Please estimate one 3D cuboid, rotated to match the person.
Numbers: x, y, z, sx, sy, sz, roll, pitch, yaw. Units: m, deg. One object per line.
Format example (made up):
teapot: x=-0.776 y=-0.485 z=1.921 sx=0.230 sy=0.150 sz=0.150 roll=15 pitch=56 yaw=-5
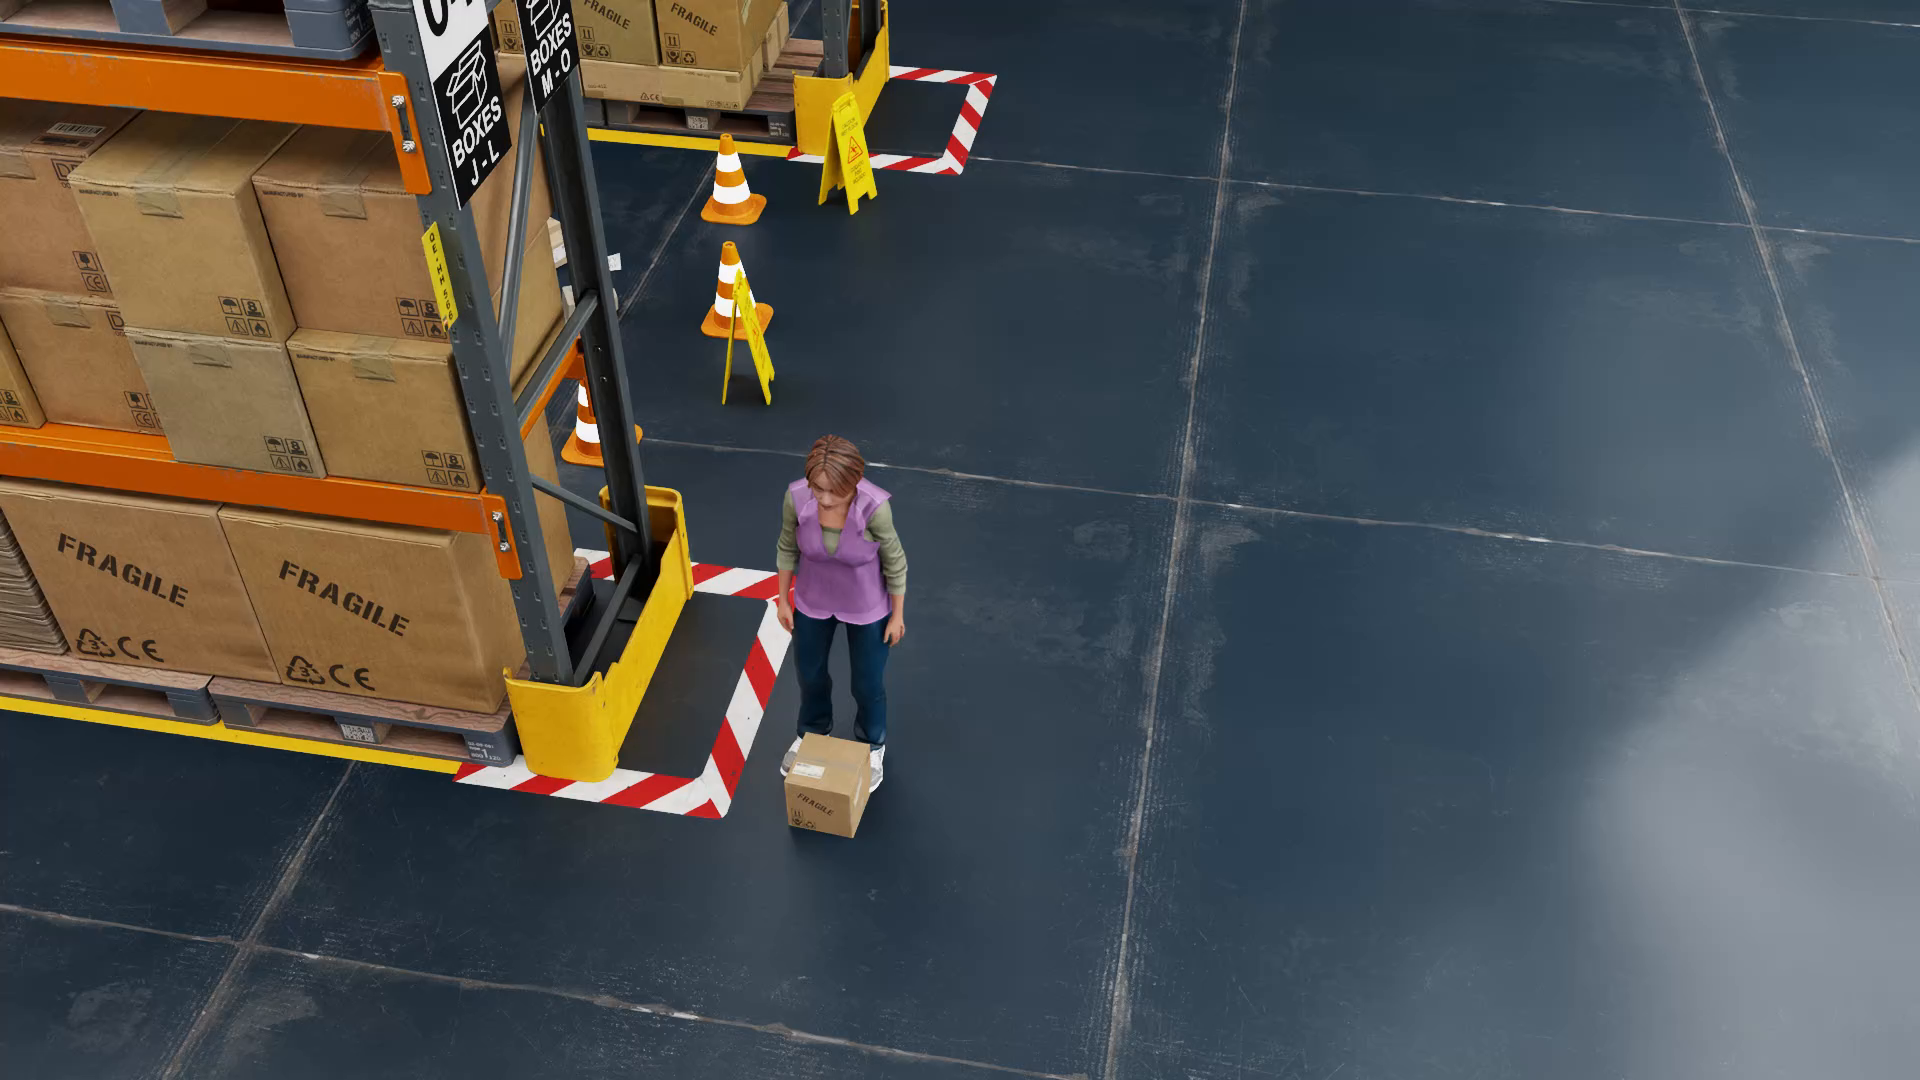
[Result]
person: x=-0.424 y=0.244 z=5.886 sx=0.484 sy=1.593 sz=0.344 roll=8 pitch=42 yaw=9
